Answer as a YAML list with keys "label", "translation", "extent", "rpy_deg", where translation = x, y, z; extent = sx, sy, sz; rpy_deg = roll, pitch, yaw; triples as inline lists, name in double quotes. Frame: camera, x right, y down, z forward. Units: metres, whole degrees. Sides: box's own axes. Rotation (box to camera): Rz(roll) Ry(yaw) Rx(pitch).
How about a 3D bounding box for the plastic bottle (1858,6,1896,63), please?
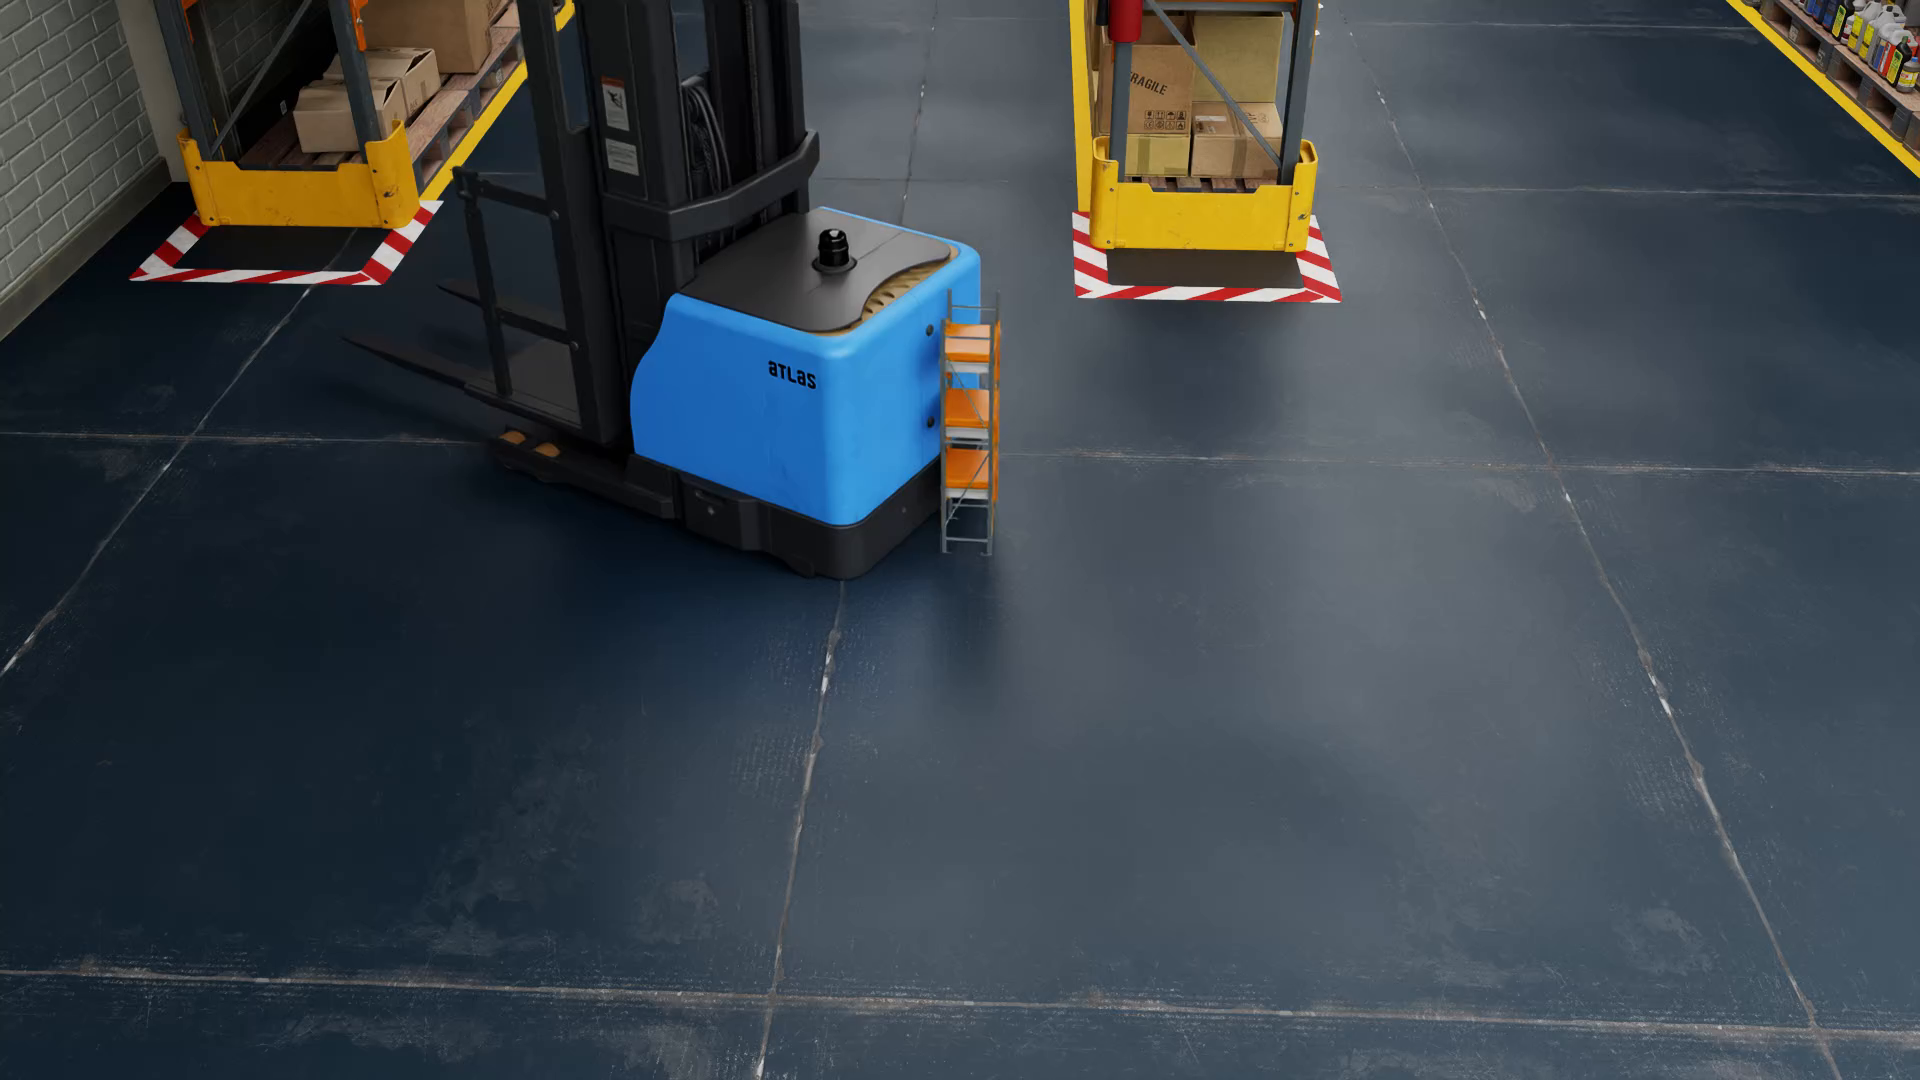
- label: "plastic bottle"
  translation: [5.929, -3.268, 10.712]
  extent: [0.144, 0.351, 0.185]
  rpy_deg: [3, 35, 4]

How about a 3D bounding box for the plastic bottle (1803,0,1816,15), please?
- label: "plastic bottle"
  translation: [5.971, -3.792, 11.523]
  extent: [0.152, 0.276, 0.135]
  rpy_deg: [3, 35, 4]

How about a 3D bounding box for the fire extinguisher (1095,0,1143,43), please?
- label: "fire extinguisher"
  translation: [0.829, -2.815, 8.214]
  extent: [0.296, 0.674, 0.183]
  rpy_deg: [1, 35, 2]

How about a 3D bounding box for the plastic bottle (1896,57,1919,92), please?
- label: "plastic bottle"
  translation: [5.883, -2.888, 10.301]
  extent: [0.097, 0.201, 0.097]
  rpy_deg: [0, 35, 0]

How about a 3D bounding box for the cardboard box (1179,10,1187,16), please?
- label: "cardboard box"
  translation: [1.567, -3.135, 9.976]
  extent: [0.500, 0.500, 0.500]
  rpy_deg: [1, 35, 2]

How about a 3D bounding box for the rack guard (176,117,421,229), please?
- label: "rack guard"
  translation: [-3.649, -2.037, 9.214]
  extent: [1.175, 0.500, 0.348]
  rpy_deg: [1, 35, 2]

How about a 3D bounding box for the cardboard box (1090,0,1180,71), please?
- label: "cardboard box"
  translation: [1.048, -3.147, 9.993]
  extent: [0.500, 0.500, 0.500]
  rpy_deg: [1, 35, 2]

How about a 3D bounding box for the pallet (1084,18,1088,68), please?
- label: "pallet"
  translation: [1.385, -3.605, 11.696]
  extent: [1.003, 0.211, 1.213]
  rpy_deg: [1, 35, 2]

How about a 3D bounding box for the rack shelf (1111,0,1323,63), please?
- label: "rack shelf"
  translation: [1.378, -3.759, 10.115]
  extent: [1.077, 0.370, 4.000]
  rpy_deg: [1, 35, 2]

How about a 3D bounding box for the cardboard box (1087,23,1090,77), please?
- label: "cardboard box"
  translation: [1.072, -3.128, 10.618]
  extent: [0.500, 0.250, 0.500]
  rpy_deg: [1, 35, 2]

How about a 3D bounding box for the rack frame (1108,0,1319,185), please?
- label: "rack frame"
  translation: [1.298, -2.904, 8.273]
  extent: [1.000, 3.000, 0.127]
  rpy_deg: [1, 35, 2]

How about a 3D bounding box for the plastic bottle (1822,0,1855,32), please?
- label: "plastic bottle"
  translation: [5.953, -3.619, 11.212]
  extent: [0.144, 0.351, 0.185]
  rpy_deg: [0, 35, 0]

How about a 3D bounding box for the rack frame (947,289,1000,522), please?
- label: "rack frame"
  translation: [0.052, -0.511, 6.564]
  extent: [0.200, 1.050, 0.008]
  rpy_deg: [3, 35, 5]

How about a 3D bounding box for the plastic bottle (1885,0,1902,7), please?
- label: "plastic bottle"
  translation: [6.526, -3.808, 11.481]
  extent: [0.144, 0.351, 0.185]
  rpy_deg: [1, 35, 2]

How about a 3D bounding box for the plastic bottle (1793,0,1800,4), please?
- label: "plastic bottle"
  translation: [5.953, -3.889, 11.726]
  extent: [0.097, 0.201, 0.097]
  rpy_deg: [0, 35, 0]

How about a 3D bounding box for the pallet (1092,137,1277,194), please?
- label: "pallet"
  translation: [1.287, -2.203, 9.701]
  extent: [1.003, 0.211, 1.213]
  rpy_deg: [1, 35, 2]

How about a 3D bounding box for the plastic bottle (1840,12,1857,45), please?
- label: "plastic bottle"
  translation: [5.918, -3.396, 11.024]
  extent: [0.097, 0.201, 0.097]
  rpy_deg: [0, 35, 0]

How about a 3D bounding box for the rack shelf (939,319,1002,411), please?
- label: "rack shelf"
  translation: [0.040, -0.665, 6.308]
  extent: [0.215, 0.259, 0.240]
  rpy_deg: [3, 35, 5]

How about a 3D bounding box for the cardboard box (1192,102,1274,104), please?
- label: "cardboard box"
  translation: [1.558, -2.541, 9.783]
  extent: [0.500, 0.250, 0.500]
  rpy_deg: [1, 35, 2]

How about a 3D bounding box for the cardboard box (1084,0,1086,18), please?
- label: "cardboard box"
  translation: [1.112, -3.702, 11.435]
  extent: [0.500, 0.250, 0.500]
  rpy_deg: [1, 35, 2]

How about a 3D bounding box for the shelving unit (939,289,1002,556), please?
- label: "shelving unit"
  translation: [0.040, -0.441, 6.465]
  extent: [0.215, 1.050, 0.252]
  rpy_deg: [3, 35, 5]

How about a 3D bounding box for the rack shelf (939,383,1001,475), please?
- label: "rack shelf"
  translation: [0.040, -0.433, 6.471]
  extent: [0.215, 0.259, 0.240]
  rpy_deg: [3, 35, 5]

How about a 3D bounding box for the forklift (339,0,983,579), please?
- label: "forklift"
  translation: [-1.428, -1.681, 6.593]
  extent: [3.031, 2.935, 1.130]
  rpy_deg: [20, 40, 25]

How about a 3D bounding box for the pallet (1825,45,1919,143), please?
- label: "pallet"
  translation: [6.293, -2.857, 10.631]
  extent: [1.003, 0.211, 1.213]
  rpy_deg: [1, 35, 2]

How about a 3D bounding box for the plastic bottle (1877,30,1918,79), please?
- label: "plastic bottle"
  translation: [5.920, -3.062, 10.485]
  extent: [0.152, 0.276, 0.135]
  rpy_deg: [2, 35, 2]

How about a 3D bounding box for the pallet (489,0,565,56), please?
- label: "pallet"
  translation: [-3.483, -3.787, 11.954]
  extent: [1.003, 0.211, 1.213]
  rpy_deg: [1, 35, 2]

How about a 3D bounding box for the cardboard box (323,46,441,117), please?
- label: "cardboard box"
  translation: [-3.511, -2.819, 10.108]
  extent: [0.500, 0.311, 0.500]
  rpy_deg: [4, 35, 6]

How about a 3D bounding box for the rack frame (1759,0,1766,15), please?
- label: "rack frame"
  translation: [6.408, -5.085, 11.377]
  extent: [1.000, 3.000, 0.127]
  rpy_deg: [1, 35, 2]

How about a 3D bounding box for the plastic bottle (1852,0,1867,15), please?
- label: "plastic bottle"
  translation: [5.985, -3.501, 11.113]
  extent: [0.097, 0.271, 0.097]
  rpy_deg: [0, 35, 0]

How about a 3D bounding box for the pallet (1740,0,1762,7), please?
- label: "pallet"
  translation: [6.400, -4.397, 12.822]
  extent: [1.003, 0.211, 1.213]
  rpy_deg: [1, 35, 2]

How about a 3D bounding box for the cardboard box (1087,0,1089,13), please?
- label: "cardboard box"
  translation: [1.087, -3.722, 10.811]
  extent: [0.500, 0.500, 0.500]
  rpy_deg: [1, 35, 2]

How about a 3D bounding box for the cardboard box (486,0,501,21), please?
- label: "cardboard box"
  translation: [-3.493, -3.874, 11.445]
  extent: [0.500, 0.500, 0.500]
  rpy_deg: [-1, 35, -2]

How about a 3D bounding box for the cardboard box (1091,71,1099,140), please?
- label: "cardboard box"
  translation: [1.032, -2.553, 9.800]
  extent: [0.500, 0.250, 0.500]
  rpy_deg: [1, 35, 2]
